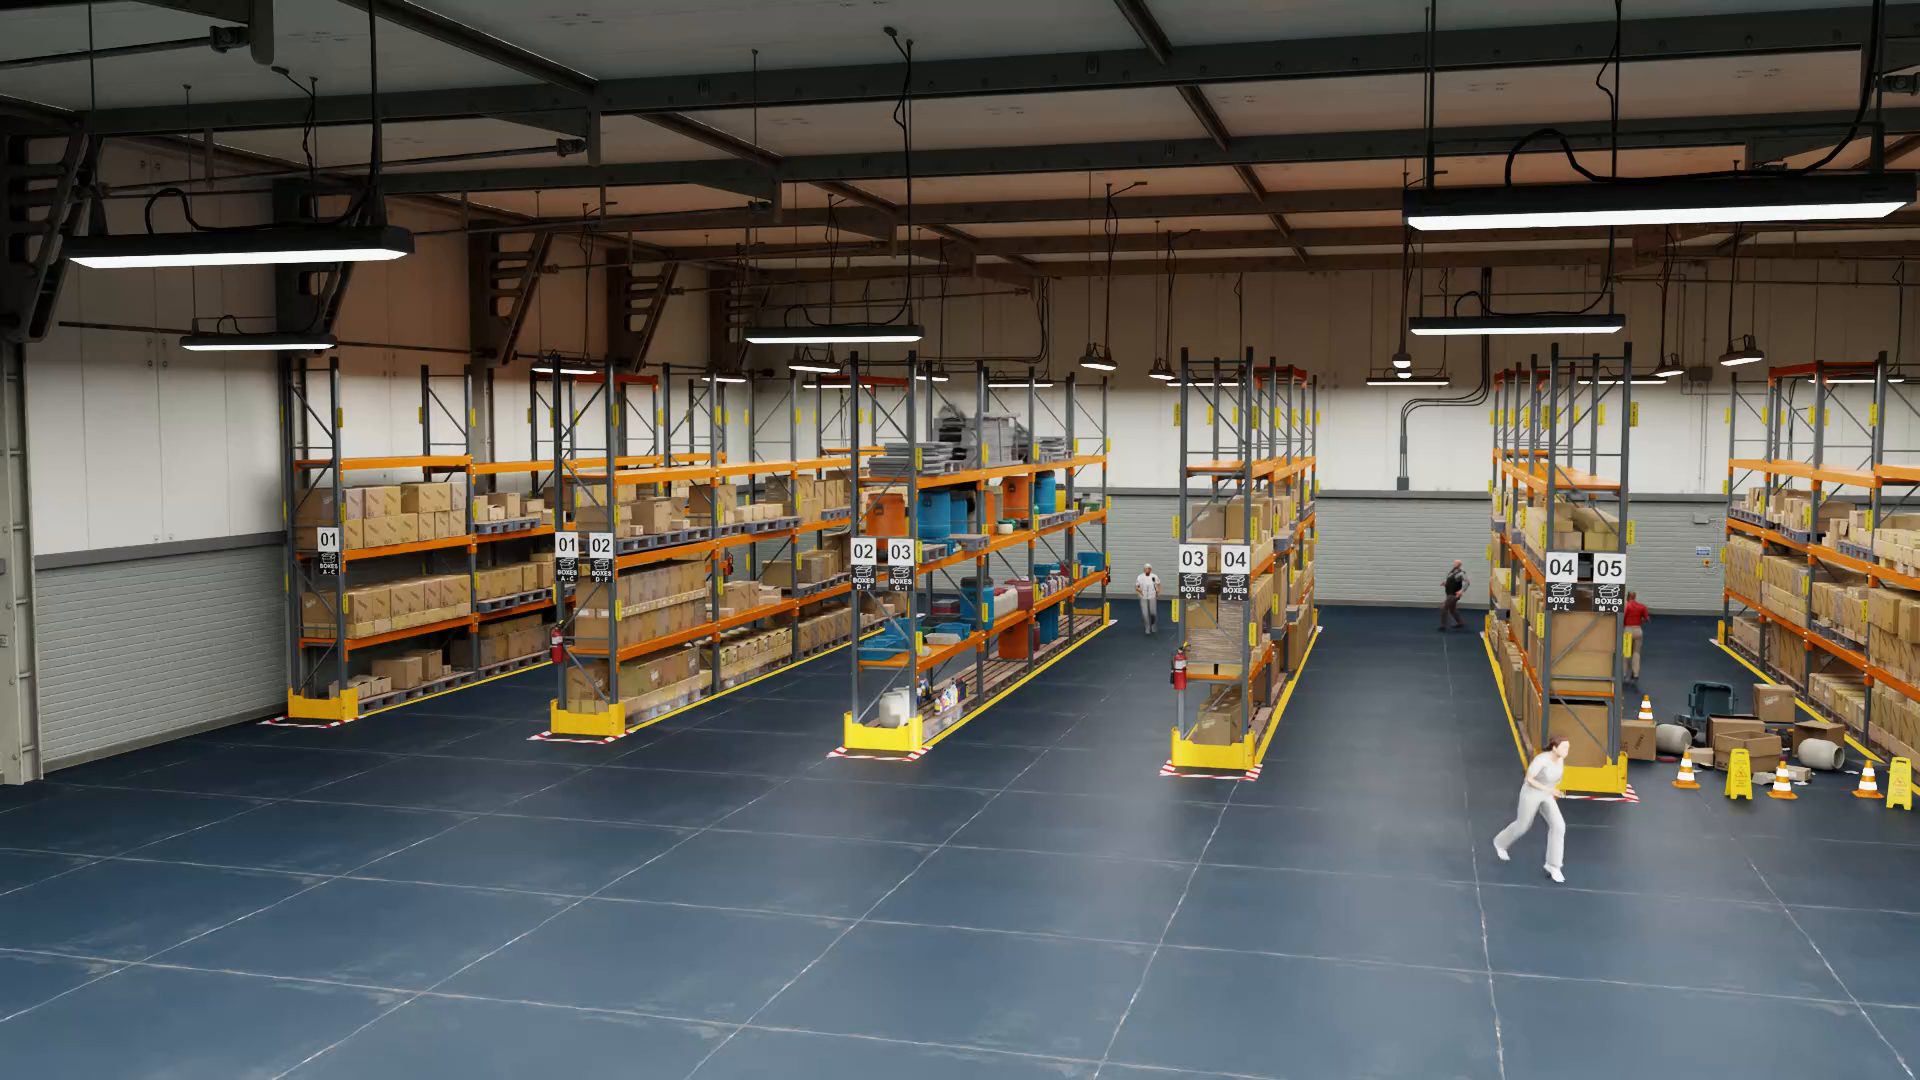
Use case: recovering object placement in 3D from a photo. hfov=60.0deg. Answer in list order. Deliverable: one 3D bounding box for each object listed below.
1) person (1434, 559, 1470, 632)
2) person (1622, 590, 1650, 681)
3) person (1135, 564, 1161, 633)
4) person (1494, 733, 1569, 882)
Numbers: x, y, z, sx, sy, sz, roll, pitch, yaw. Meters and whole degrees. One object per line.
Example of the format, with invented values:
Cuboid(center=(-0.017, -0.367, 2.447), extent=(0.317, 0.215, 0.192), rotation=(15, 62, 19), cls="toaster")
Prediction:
Cuboid(center=(11.503, 1.318, 38.846), extent=(0.764, 1.750, 0.706), rotation=(0, 4, -3), cls="person")
Cuboid(center=(12.713, 1.847, 31.431), extent=(0.631, 1.793, 0.830), rotation=(1, 4, 9), cls="person")
Cuboid(center=(4.344, 1.361, 38.502), extent=(0.606, 1.634, 0.562), rotation=(1, 4, 9), cls="person")
Cuboid(center=(6.308, 2.883, 18.347), extent=(0.605, 1.627, 0.974), rotation=(-3, 5, -34), cls="person")
